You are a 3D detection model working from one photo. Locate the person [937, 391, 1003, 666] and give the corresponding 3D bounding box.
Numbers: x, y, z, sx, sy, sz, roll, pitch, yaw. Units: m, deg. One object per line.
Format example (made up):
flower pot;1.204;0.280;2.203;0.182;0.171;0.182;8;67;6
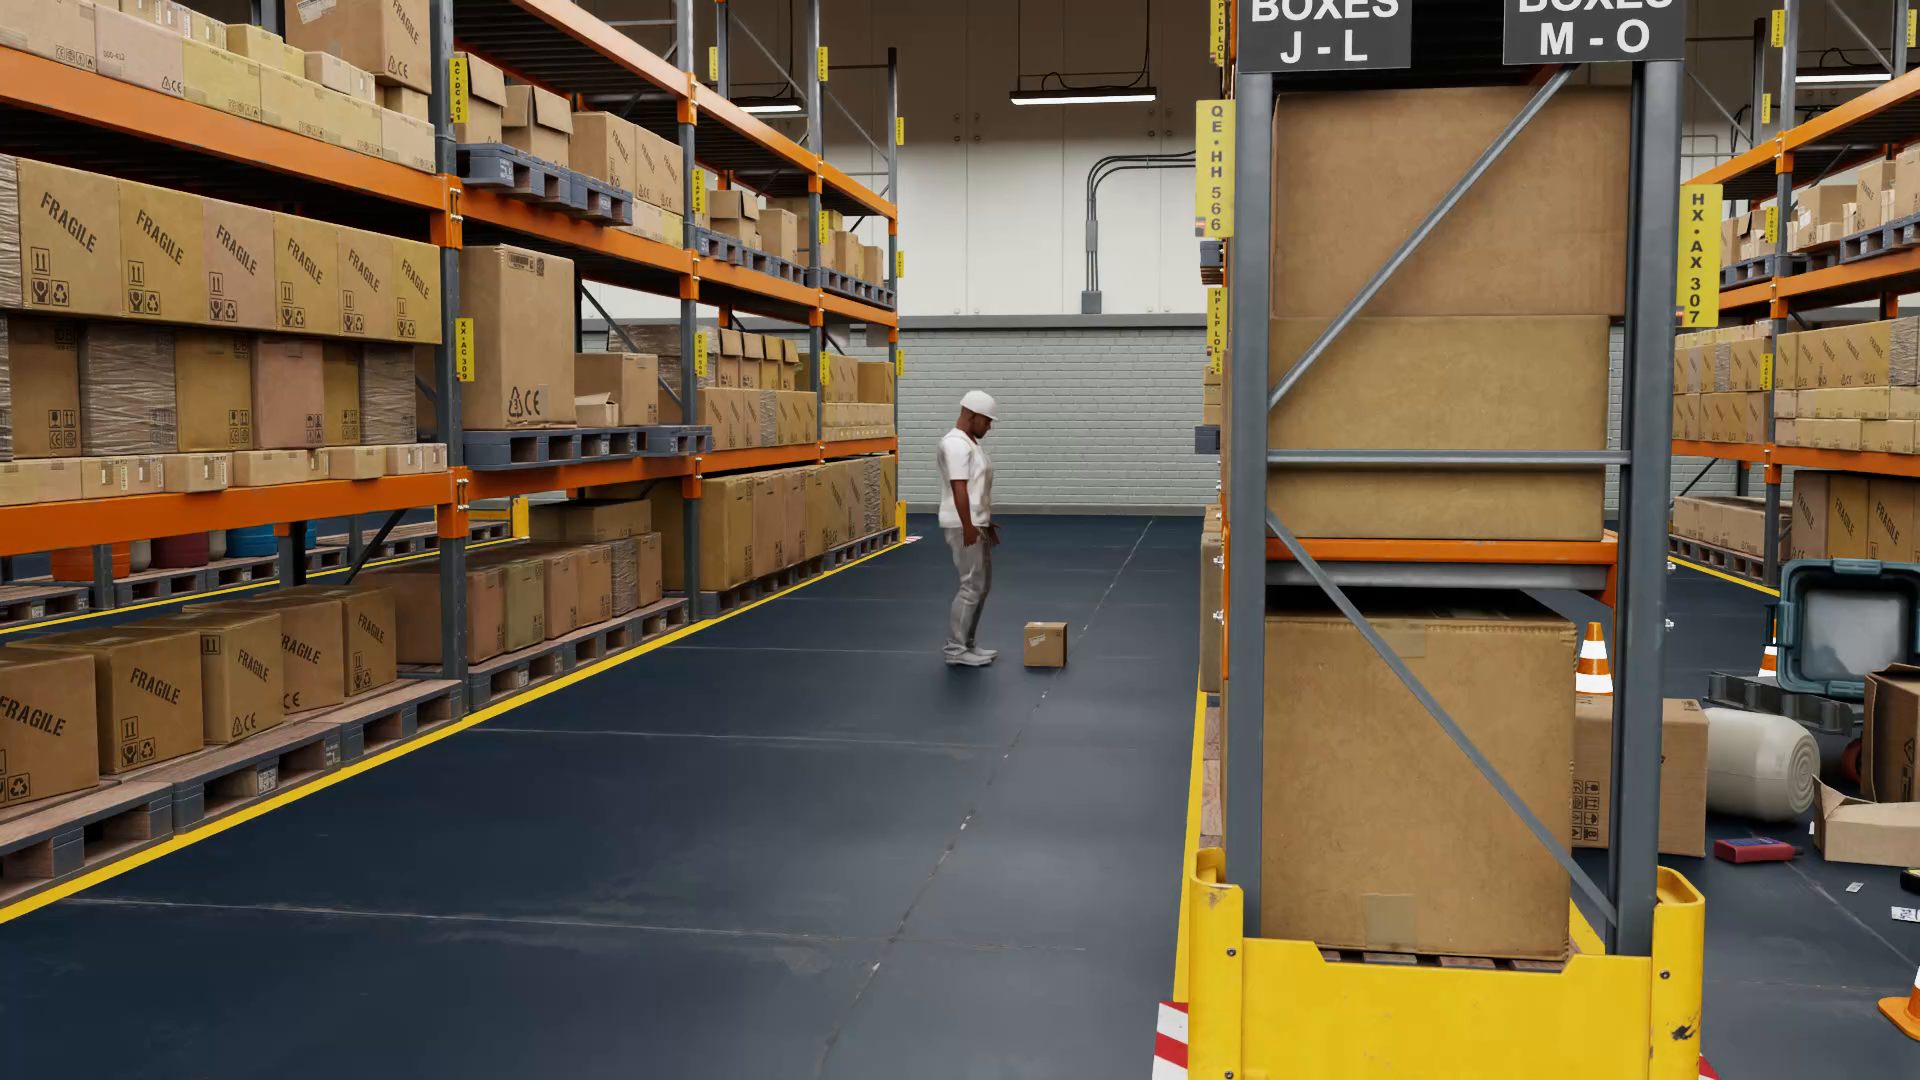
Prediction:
person;0.068;-0.085;10.699;0.390;1.747;0.575;1;5;10
